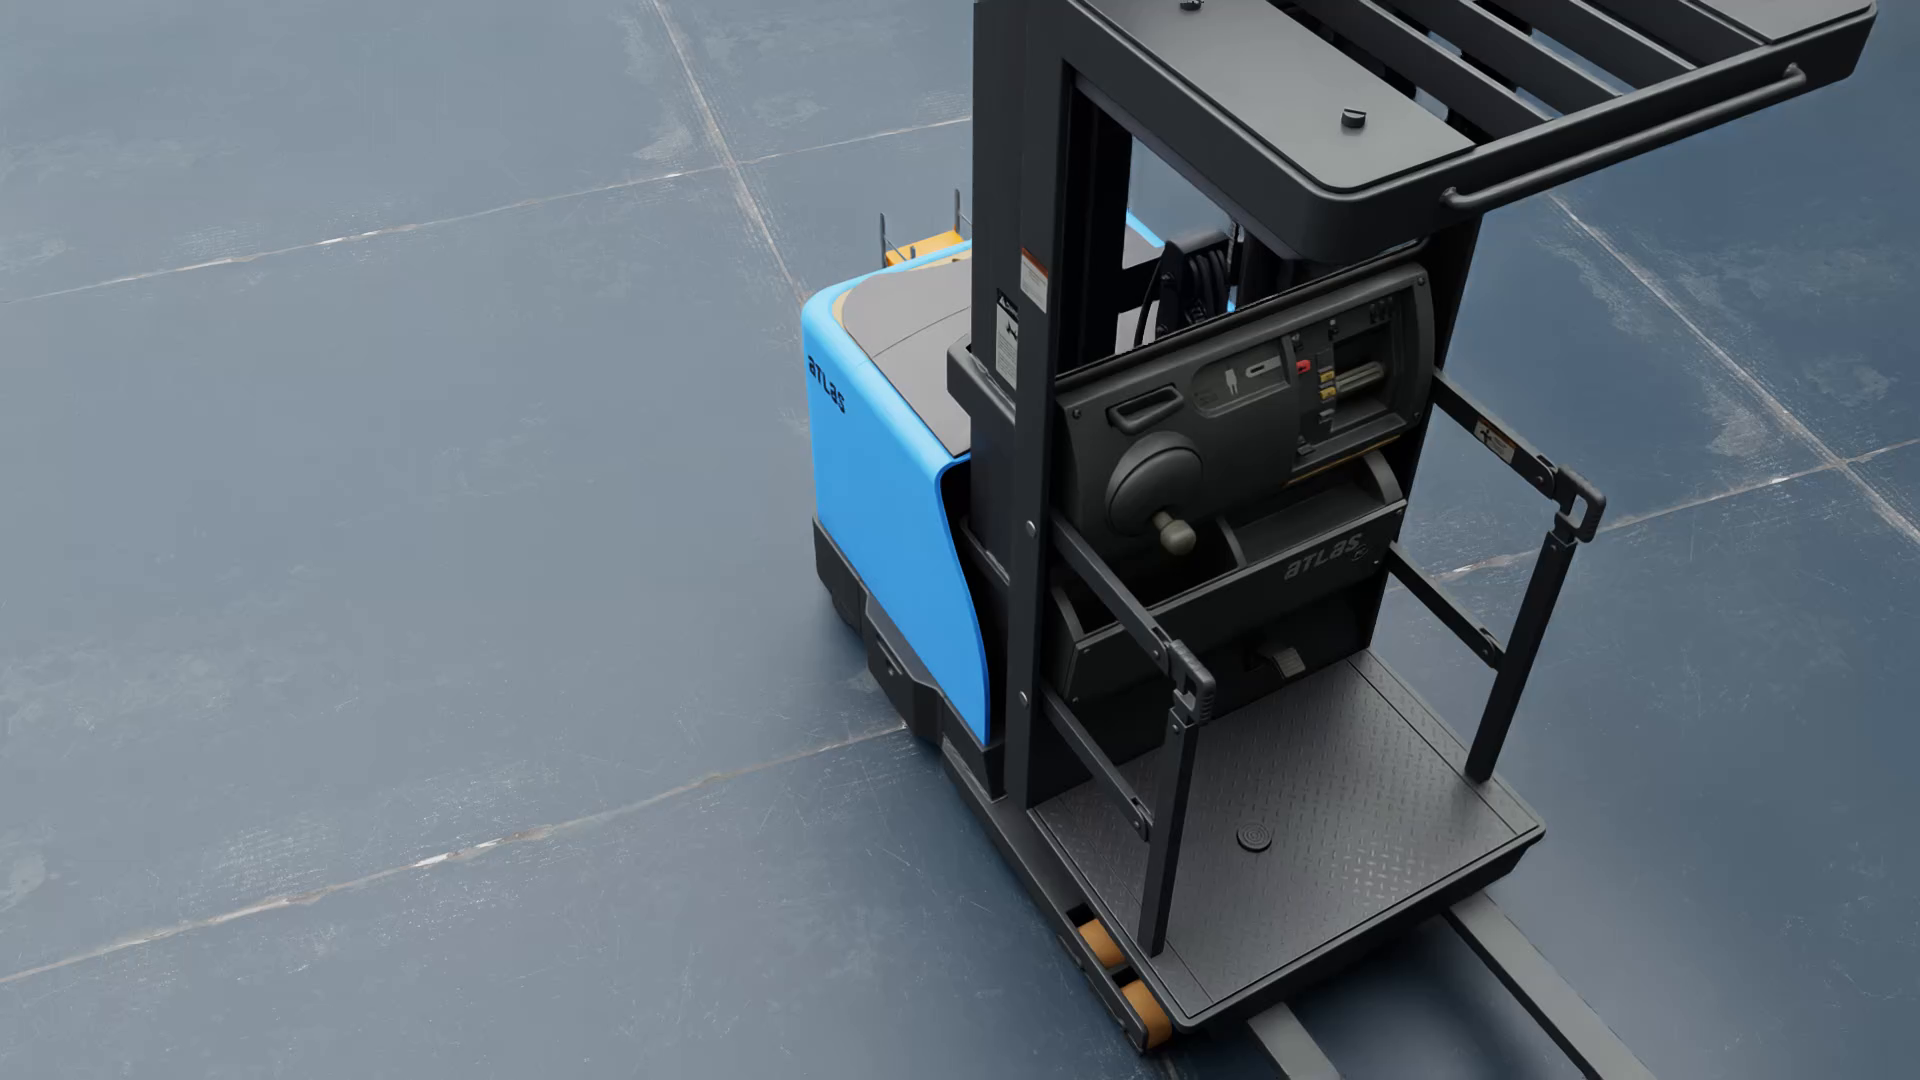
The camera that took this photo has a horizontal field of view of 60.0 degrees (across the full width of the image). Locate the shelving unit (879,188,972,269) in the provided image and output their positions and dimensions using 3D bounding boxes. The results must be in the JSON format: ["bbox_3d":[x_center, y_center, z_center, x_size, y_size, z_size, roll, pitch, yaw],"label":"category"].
[{"bbox_3d":[-0.068,-0.534,5.040,0.252,1.050,0.215,-22,49,-21],"label":"shelving unit"}]

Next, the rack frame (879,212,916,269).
[{"bbox_3d":[-0.174,-0.491,4.998,0.008,1.050,0.200,-22,49,-21],"label":"rack frame"}]

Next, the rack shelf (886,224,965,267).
[{"bbox_3d":[-0.069,-0.727,4.847,0.240,0.259,0.215,-22,49,-21],"label":"rack shelf"}]

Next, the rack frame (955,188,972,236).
[{"bbox_3d":[0.037,-0.577,5.083,0.008,1.050,0.200,-22,49,-21],"label":"rack frame"}]

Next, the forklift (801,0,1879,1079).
[{"bbox_3d":[0.732,-0.184,3.364,1.130,2.935,3.031,-22,49,-21],"label":"forklift"}]
